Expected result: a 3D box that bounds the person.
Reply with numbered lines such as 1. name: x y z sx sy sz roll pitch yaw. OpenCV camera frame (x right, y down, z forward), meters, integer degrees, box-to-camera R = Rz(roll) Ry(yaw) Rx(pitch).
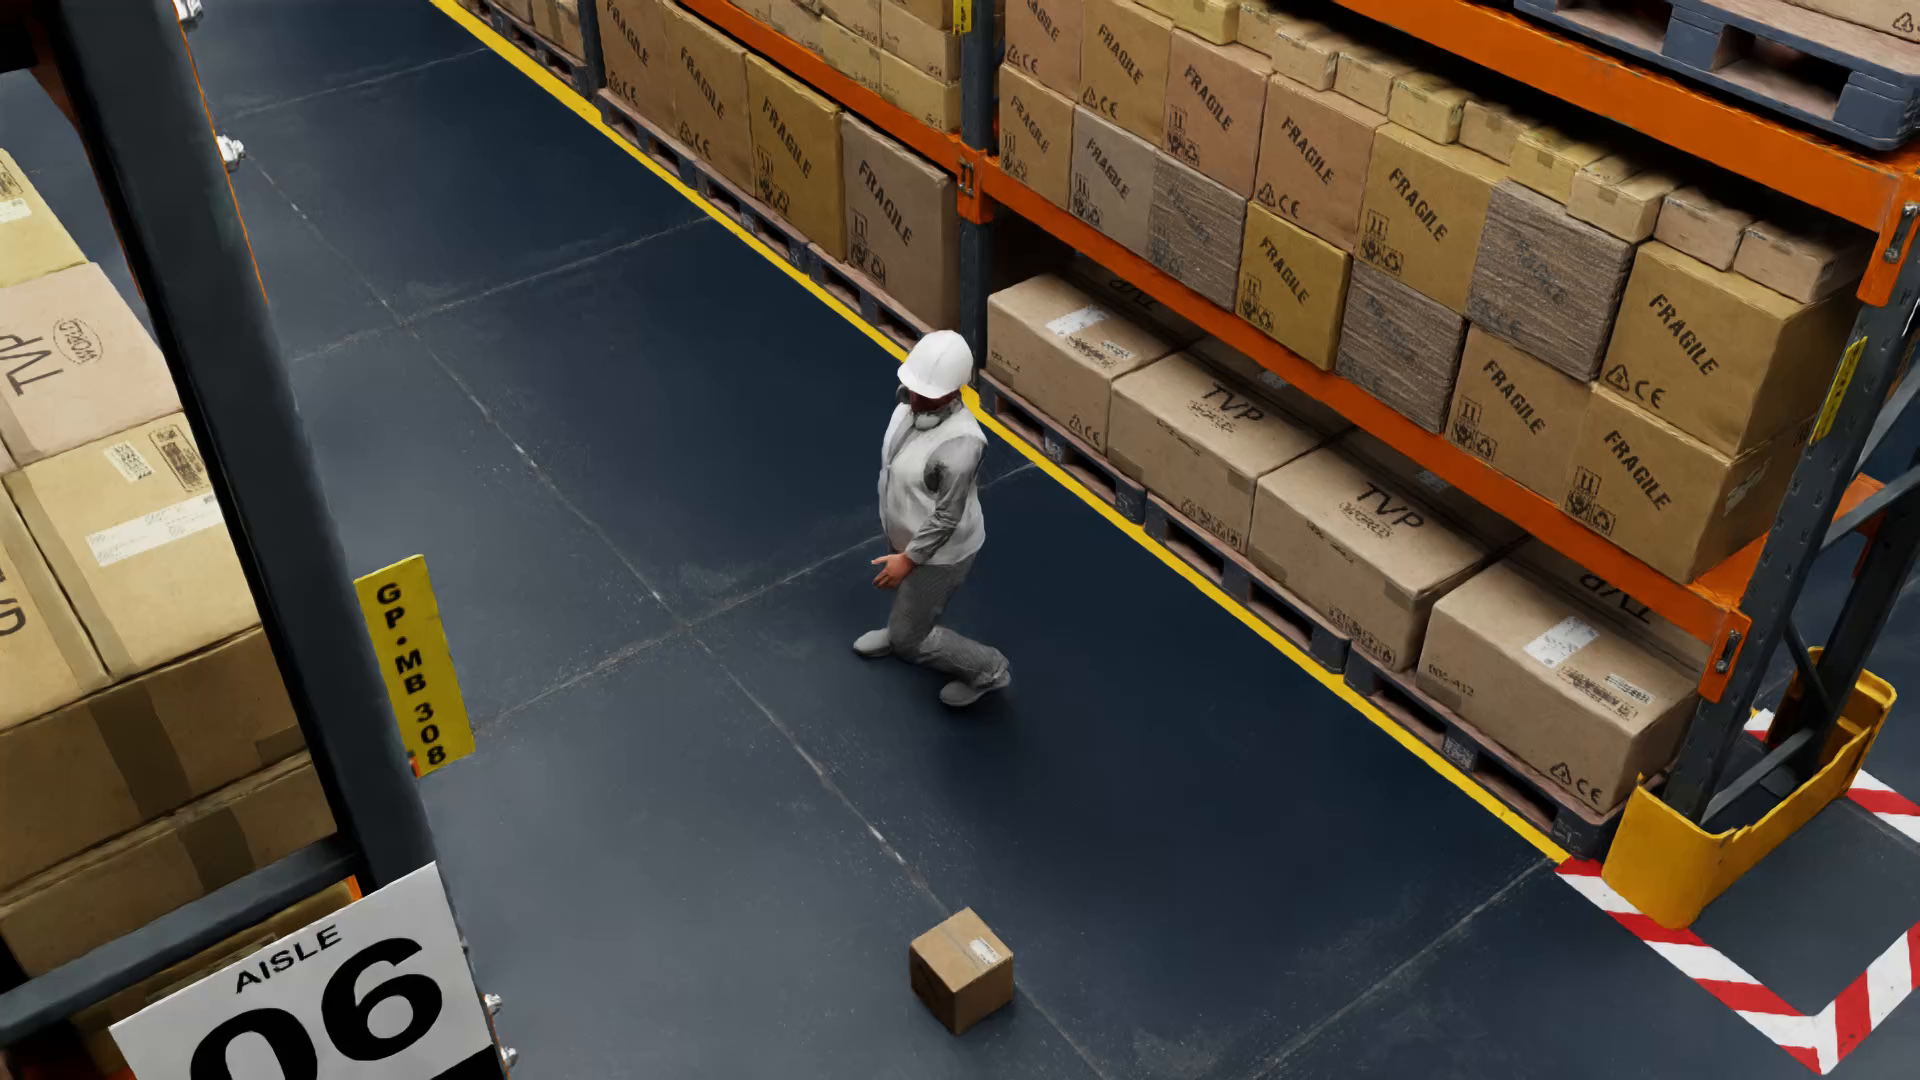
1. person: -0.152 -0.081 6.241 0.534 1.751 0.682 -16 43 -18
